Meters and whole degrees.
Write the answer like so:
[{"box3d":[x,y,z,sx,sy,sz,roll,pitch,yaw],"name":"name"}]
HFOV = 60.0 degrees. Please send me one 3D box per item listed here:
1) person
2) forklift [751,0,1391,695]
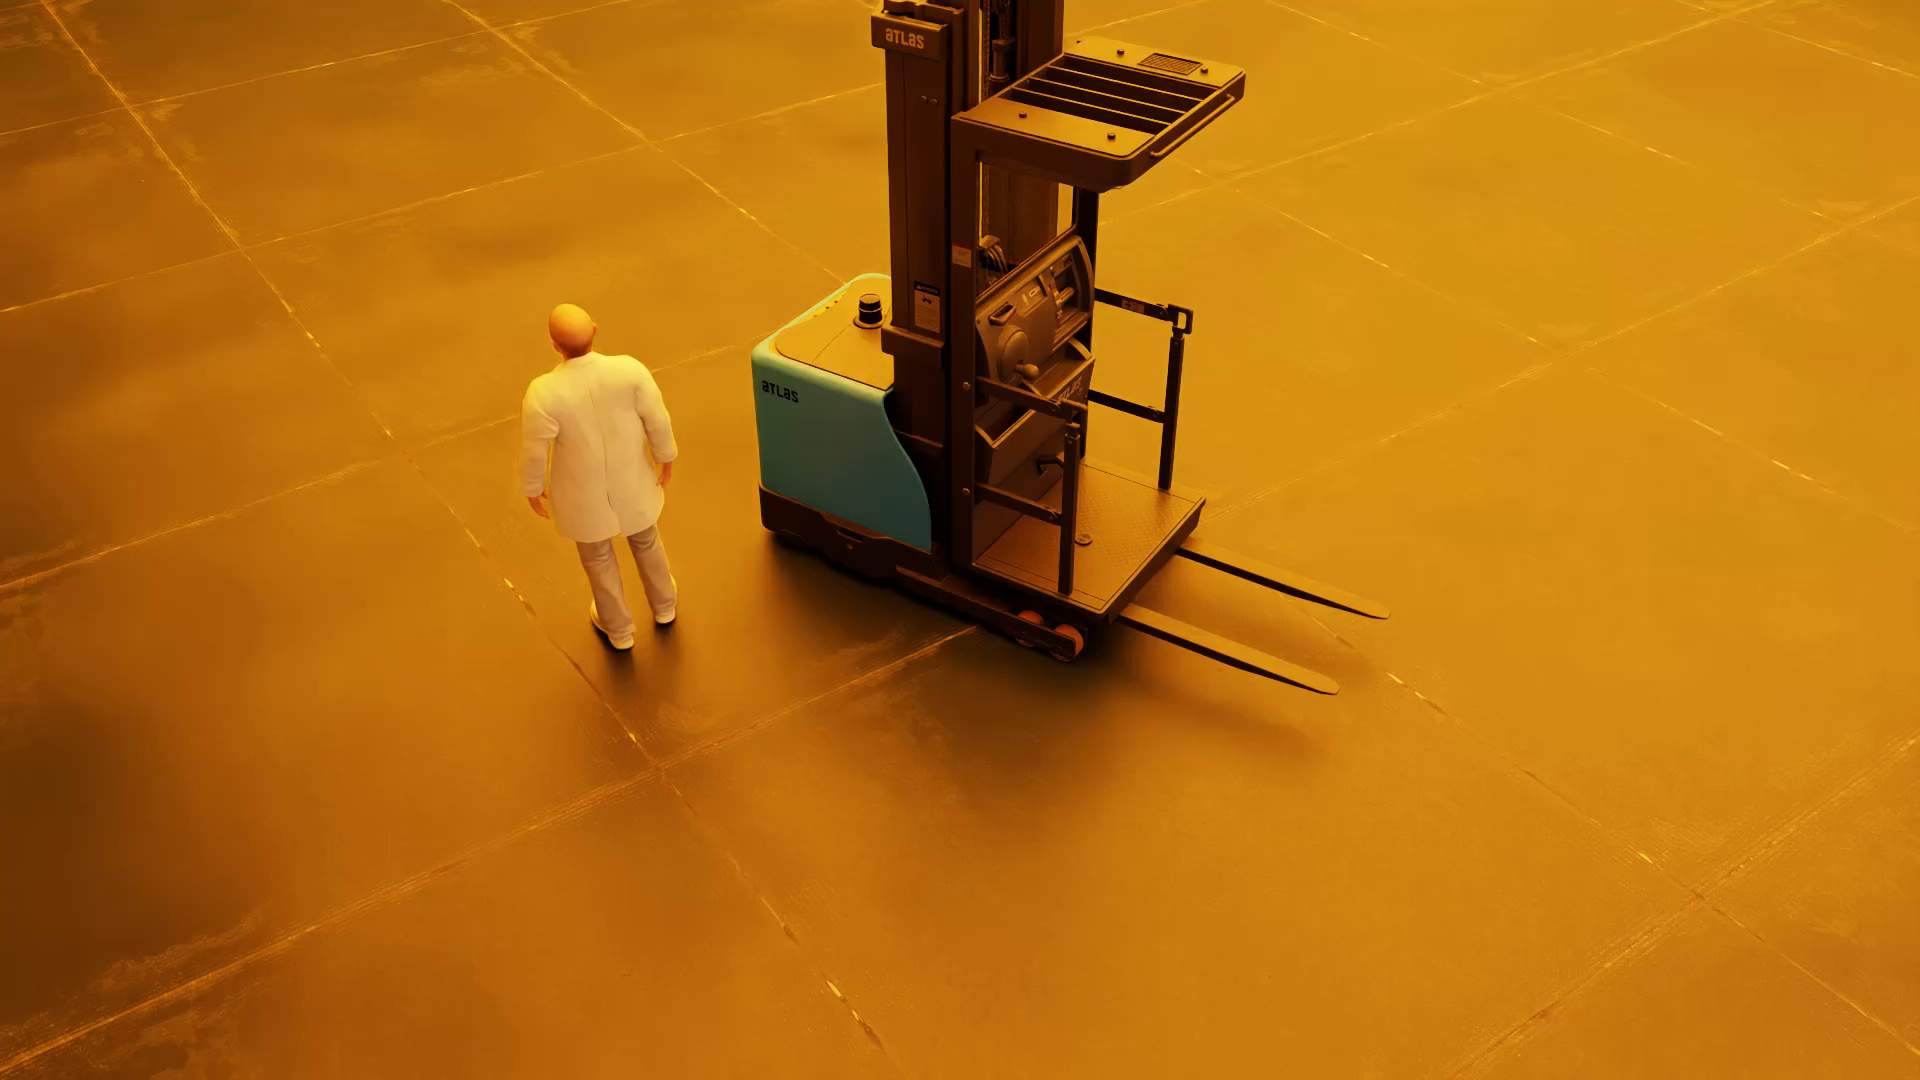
[{"box3d":[-1.598,-0.274,7.357,0.692,1.684,0.559,-14,39,-18],"name":"person"},{"box3d":[0.514,-0.985,7.276,3.031,2.935,1.130,21,41,26],"name":"forklift"}]
